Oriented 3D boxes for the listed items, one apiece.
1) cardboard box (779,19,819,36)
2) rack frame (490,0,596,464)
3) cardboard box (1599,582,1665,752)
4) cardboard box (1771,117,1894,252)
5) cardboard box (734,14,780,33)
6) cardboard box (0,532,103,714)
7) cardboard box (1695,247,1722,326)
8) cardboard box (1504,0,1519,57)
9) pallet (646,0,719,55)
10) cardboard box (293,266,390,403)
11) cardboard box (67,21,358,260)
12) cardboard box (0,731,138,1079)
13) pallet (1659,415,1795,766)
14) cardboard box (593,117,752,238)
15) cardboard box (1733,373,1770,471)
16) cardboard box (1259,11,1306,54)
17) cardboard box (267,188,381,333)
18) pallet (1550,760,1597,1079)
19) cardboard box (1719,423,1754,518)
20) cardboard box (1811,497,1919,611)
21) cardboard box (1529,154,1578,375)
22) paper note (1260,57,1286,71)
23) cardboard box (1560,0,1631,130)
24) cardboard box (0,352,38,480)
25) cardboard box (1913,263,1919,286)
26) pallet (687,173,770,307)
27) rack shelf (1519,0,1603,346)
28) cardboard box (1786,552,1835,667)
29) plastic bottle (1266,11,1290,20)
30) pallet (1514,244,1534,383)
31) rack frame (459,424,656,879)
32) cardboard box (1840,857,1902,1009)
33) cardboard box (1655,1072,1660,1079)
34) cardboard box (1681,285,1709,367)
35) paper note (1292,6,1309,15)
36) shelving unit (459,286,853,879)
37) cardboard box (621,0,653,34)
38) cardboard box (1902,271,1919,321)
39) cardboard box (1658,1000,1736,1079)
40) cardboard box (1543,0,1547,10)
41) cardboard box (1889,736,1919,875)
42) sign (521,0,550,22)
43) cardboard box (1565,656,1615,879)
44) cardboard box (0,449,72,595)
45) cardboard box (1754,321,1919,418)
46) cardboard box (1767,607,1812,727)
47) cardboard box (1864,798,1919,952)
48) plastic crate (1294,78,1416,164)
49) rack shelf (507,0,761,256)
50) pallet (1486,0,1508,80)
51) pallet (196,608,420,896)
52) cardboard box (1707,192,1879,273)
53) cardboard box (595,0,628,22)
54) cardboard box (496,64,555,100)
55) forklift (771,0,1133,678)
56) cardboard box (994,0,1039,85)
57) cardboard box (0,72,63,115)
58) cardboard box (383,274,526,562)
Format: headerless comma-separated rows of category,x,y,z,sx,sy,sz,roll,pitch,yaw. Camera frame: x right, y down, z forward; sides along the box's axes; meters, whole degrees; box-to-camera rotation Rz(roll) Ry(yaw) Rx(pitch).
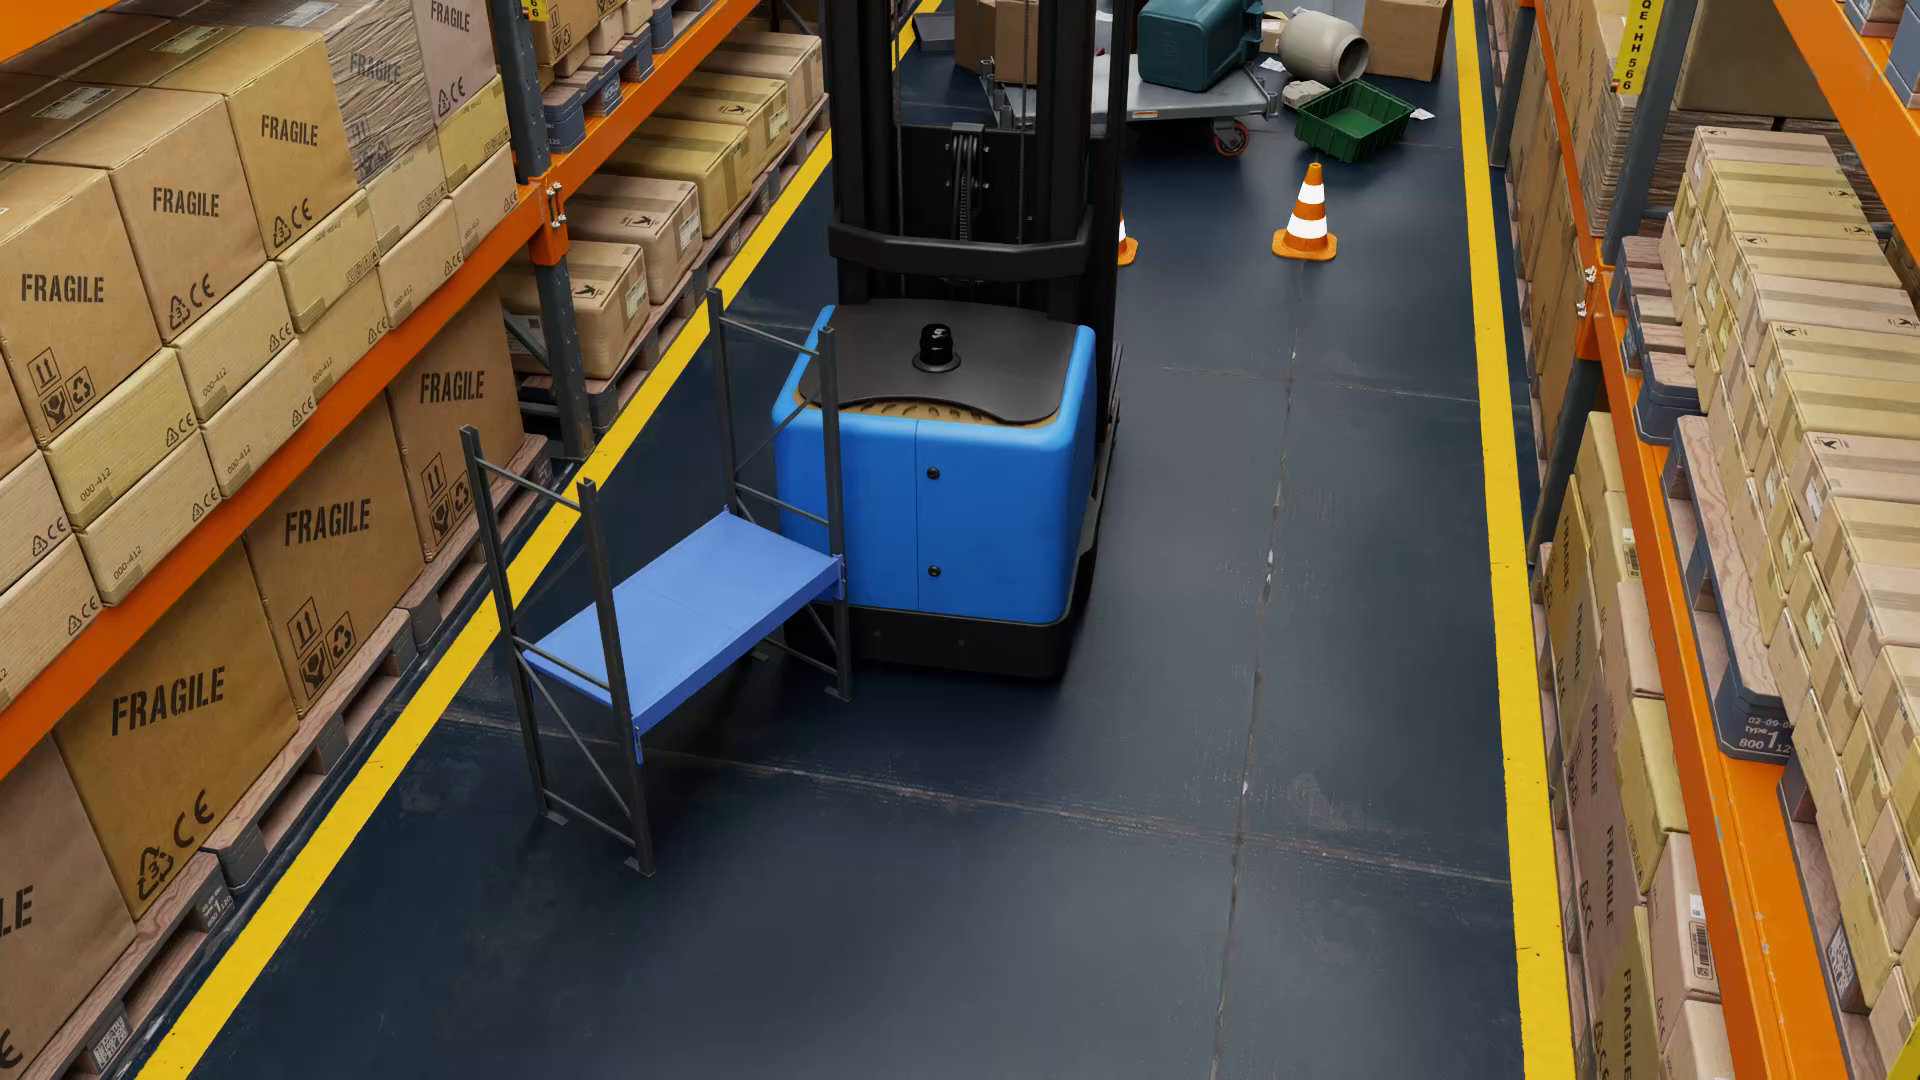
cardboard box,-0.857,-3.298,10.729,0.500,0.250,0.500,6,36,8
rack frame,-2.101,-1.643,6.461,1.000,3.000,0.127,7,37,10
cardboard box,2.146,0.395,4.782,0.500,0.250,0.500,8,37,10
cardboard box,3.116,-1.345,5.964,0.500,0.500,0.500,8,37,10
cardboard box,-1.383,-3.366,10.823,0.500,0.250,0.500,9,37,12
cardboard box,-2.494,0.195,4.053,0.500,0.250,0.500,6,36,9
cardboard box,2.347,-0.709,4.774,0.380,0.149,0.250,6,36,9
cardboard box,4.002,-3.553,10.549,0.875,0.875,0.875,8,37,10
pallet,-1.718,-2.706,8.091,1.003,0.211,1.213,7,37,10
cardboard box,-2.172,-0.679,5.258,0.500,0.250,0.500,7,37,9
cardboard box,-2.170,-1.180,4.885,0.500,0.500,0.500,7,37,10
cardboard box,-2.901,0.975,4.302,0.875,0.875,0.875,8,37,11
pallet,2.374,0.137,4.169,1.003,0.211,1.213,7,37,10
cardboard box,-1.653,-1.930,8.739,0.950,0.372,0.625,8,37,12
cardboard box,2.183,-0.279,4.182,0.380,0.149,0.250,7,37,10
cardboard box,2.179,-3.483,11.330,0.396,0.266,0.258,14,38,18
cardboard box,-2.151,-0.885,5.117,0.500,0.250,0.500,6,36,9
pallet,2.325,1.193,4.924,1.003,0.211,1.213,7,37,10
cardboard box,2.182,-0.158,4.268,0.380,0.149,0.250,8,37,11
cardboard box,2.023,0.055,3.467,0.380,0.149,0.250,6,36,8
cardboard box,3.158,-1.179,7.381,1.050,0.750,0.750,8,37,11
paper note,2.113,-3.177,11.114,0.172,0.023,0.155,20,41,26
cardboard box,2.805,-1.986,6.848,0.500,0.500,0.500,7,36,9
cardboard box,-2.499,-0.307,3.680,0.500,0.500,0.500,7,37,10
cardboard box,3.040,-0.776,4.868,0.380,0.149,0.250,9,37,12
pallet,-1.670,-1.659,8.860,1.003,0.211,1.213,7,37,10
rack shelf,3.184,-1.936,7.478,1.077,0.370,4.000,7,37,10
cardboard box,2.016,0.171,3.560,0.380,0.149,0.250,6,36,8
plastic bottle,2.255,-3.659,11.747,0.133,0.061,0.283,-5,36,-6
pallet,3.261,-1.092,8.076,1.003,0.211,1.213,7,37,10
rack frame,-1.180,0.375,4.955,0.500,1.500,0.032,22,41,28
cardboard box,1.848,0.742,3.026,0.380,0.149,0.250,8,37,10
cardboard box,1.814,1.599,3.761,0.500,0.500,0.500,7,36,9
cardboard box,2.349,-0.609,4.891,0.380,0.149,0.250,9,37,12
paper note,2.481,-3.802,11.971,0.144,0.017,0.142,20,41,26
shelving unit,-0.888,0.130,5.292,0.538,1.500,1.048,22,41,28
cardboard box,-1.574,-2.339,7.277,0.380,0.149,0.250,8,37,10
cardboard box,3.045,-0.667,4.970,0.380,0.149,0.250,7,37,10
cardboard box,1.814,1.292,3.544,0.500,0.250,0.500,6,36,9
cardboard box,3.128,-2.857,8.051,0.500,0.500,0.500,8,37,10
cardboard box,1.854,0.494,2.861,0.380,0.149,0.250,6,36,9
sign,-1.558,-2.045,6.028,0.100,0.325,0.005,7,37,10
cardboard box,2.147,0.718,4.975,0.500,0.500,0.500,6,36,9
cardboard box,-2.502,-0.011,3.911,0.500,0.250,0.500,8,37,11
cardboard box,2.189,-0.396,4.089,0.380,0.149,0.250,8,37,11
cardboard box,2.011,0.296,3.642,0.380,0.149,0.250,6,36,8
cardboard box,1.849,0.620,2.942,0.380,0.149,0.250,8,37,10
plastic crate,2.368,-2.523,10.022,0.450,0.188,0.662,36,48,26
rack shelf,-1.674,-2.499,8.255,1.077,0.370,4.000,7,37,10
pallet,4.108,-3.373,11.224,1.003,0.211,1.213,7,37,10
pallet,-2.606,0.626,5.707,1.003,0.211,1.213,7,37,10
cardboard box,2.357,-0.855,4.723,0.380,0.149,0.250,7,37,10
cardboard box,-1.674,-2.503,6.951,0.500,0.500,0.500,9,37,12
cardboard box,-1.850,-1.875,6.637,0.380,0.149,0.250,5,36,7
forklift,0.105,-1.551,6.393,1.130,2.935,3.031,6,36,8
cardboard box,0.499,-3.025,9.853,0.500,0.500,0.500,7,37,10
cardboard box,-2.778,-0.968,4.592,0.500,0.500,0.500,8,37,11
cardboard box,-2.330,-0.568,6.430,0.875,0.875,0.875,7,37,10
